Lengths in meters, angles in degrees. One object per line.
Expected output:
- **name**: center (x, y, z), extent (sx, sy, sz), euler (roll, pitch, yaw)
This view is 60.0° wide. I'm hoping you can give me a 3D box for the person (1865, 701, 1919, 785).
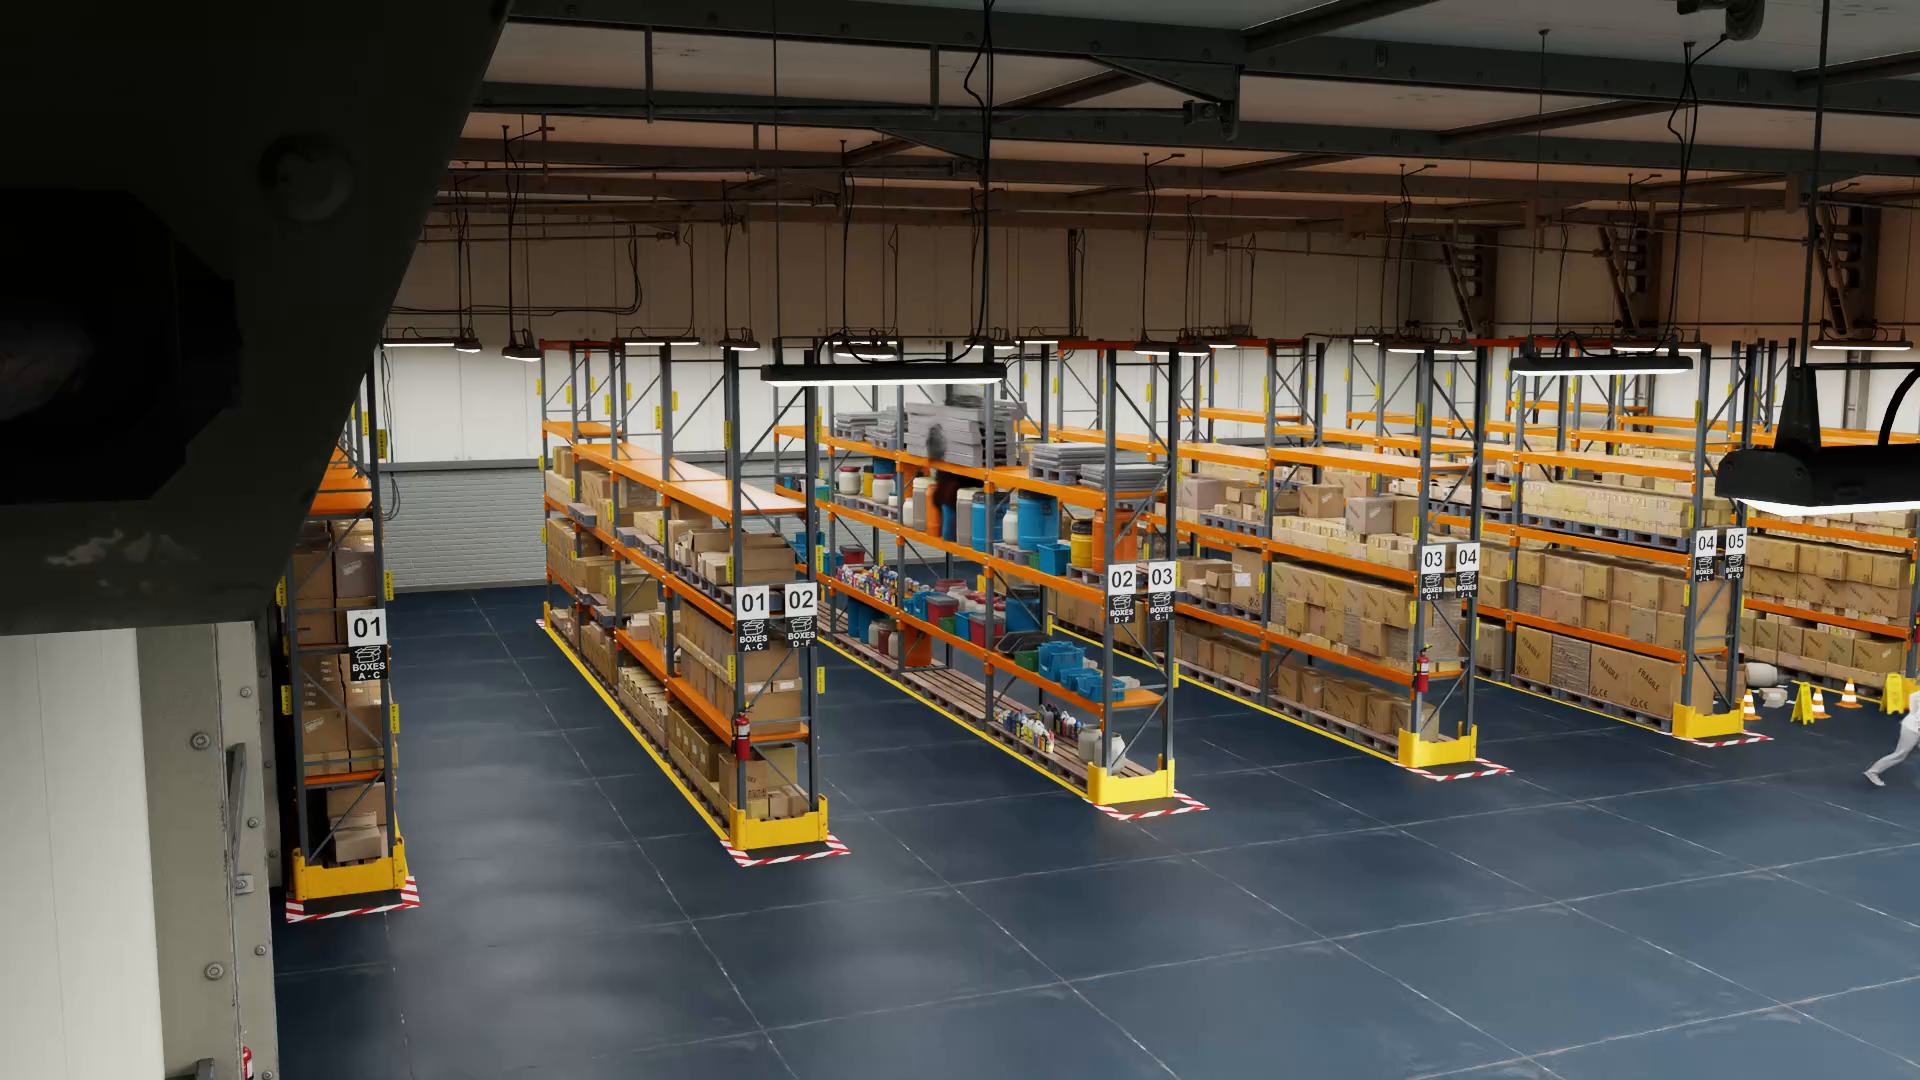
- **person**: center (12.858, 2.649, 22.566), extent (0.964, 1.625, 0.488), euler (3, 8, 25)
